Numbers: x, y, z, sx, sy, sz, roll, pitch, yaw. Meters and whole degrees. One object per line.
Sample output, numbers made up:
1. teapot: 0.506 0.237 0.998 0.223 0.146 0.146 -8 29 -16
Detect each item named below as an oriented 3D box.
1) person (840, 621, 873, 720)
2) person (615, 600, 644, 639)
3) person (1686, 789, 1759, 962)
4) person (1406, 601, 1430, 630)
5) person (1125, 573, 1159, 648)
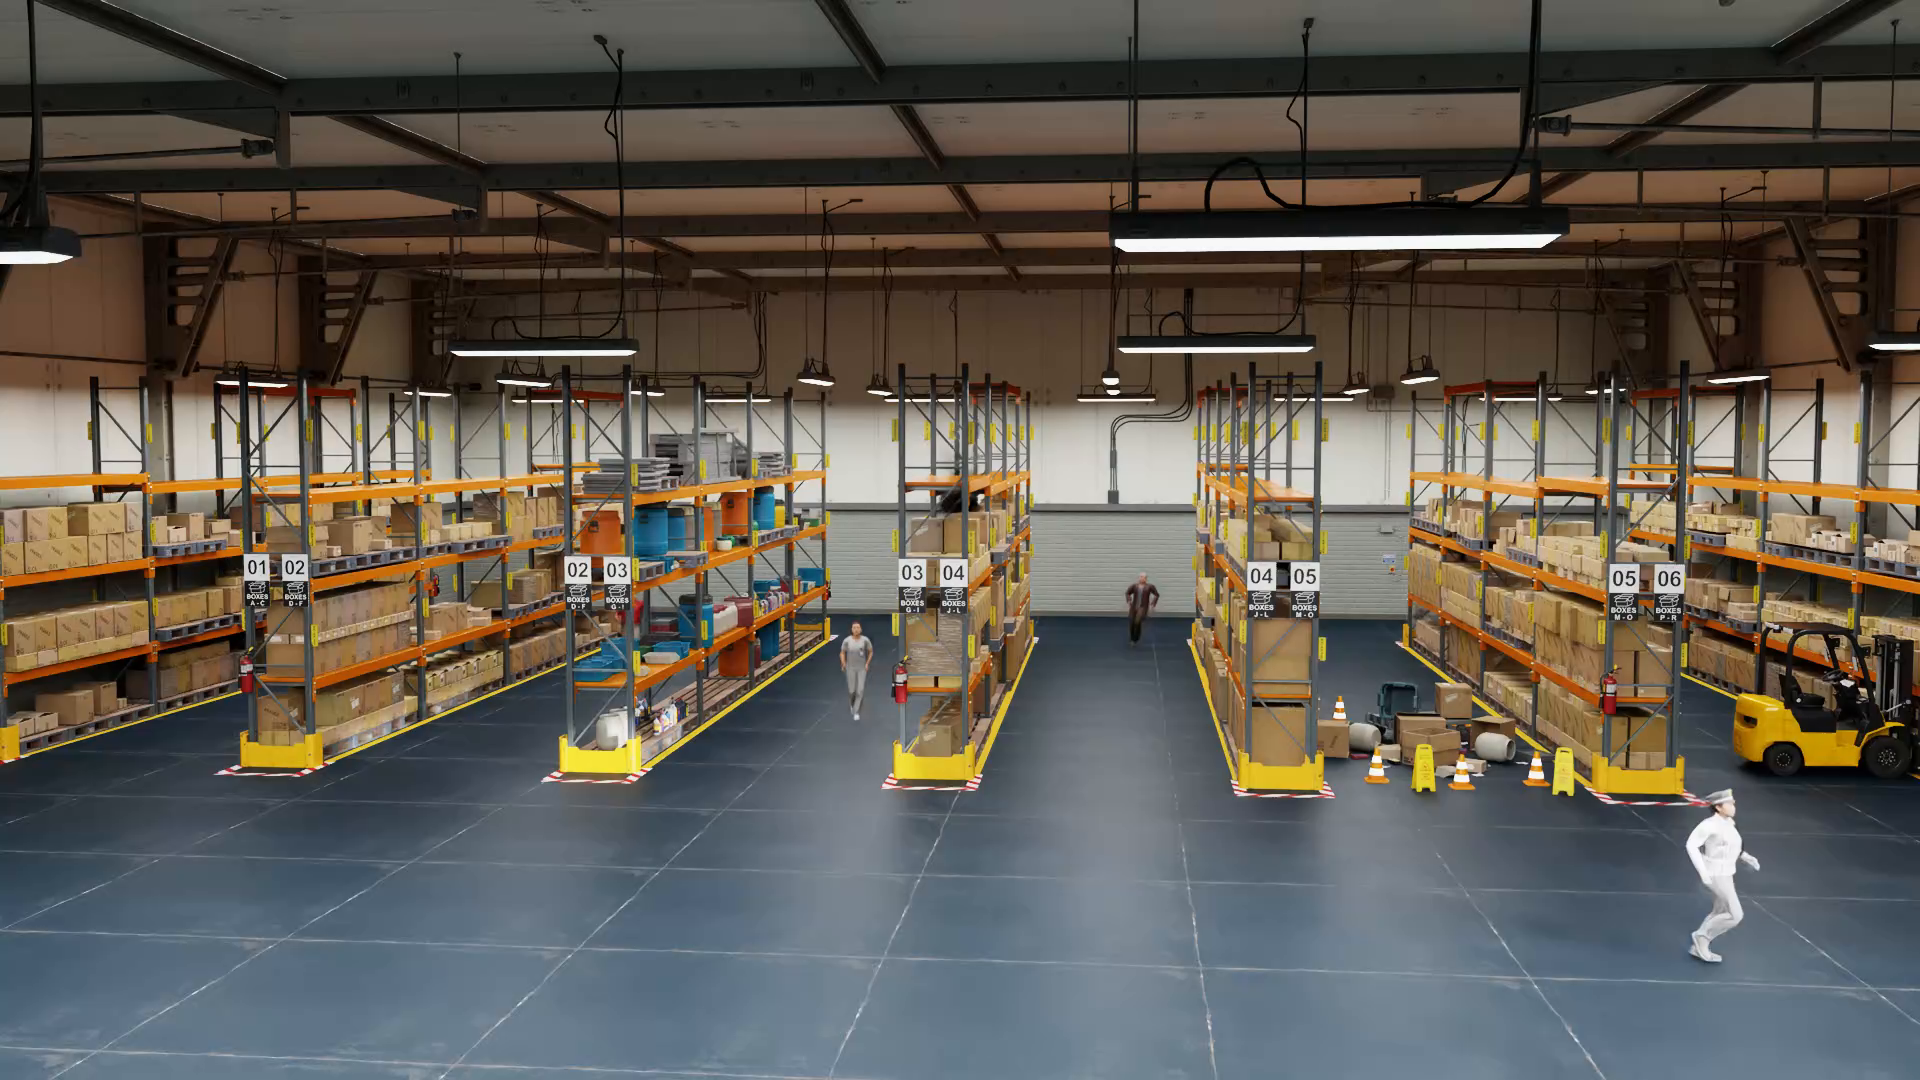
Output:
1. person: -1.707 2.139 27.500 0.550 1.632 0.544 0 4 -4
2. person: -6.937 1.899 35.089 0.670 1.723 0.917 0 4 -5
3. person: 7.197 3.161 15.669 0.567 1.662 0.623 3 5 43
4. person: 11.168 1.610 40.353 0.713 1.696 0.696 3 4 35
5. person: 4.229 1.651 38.964 0.773 1.764 0.700 2 4 26
